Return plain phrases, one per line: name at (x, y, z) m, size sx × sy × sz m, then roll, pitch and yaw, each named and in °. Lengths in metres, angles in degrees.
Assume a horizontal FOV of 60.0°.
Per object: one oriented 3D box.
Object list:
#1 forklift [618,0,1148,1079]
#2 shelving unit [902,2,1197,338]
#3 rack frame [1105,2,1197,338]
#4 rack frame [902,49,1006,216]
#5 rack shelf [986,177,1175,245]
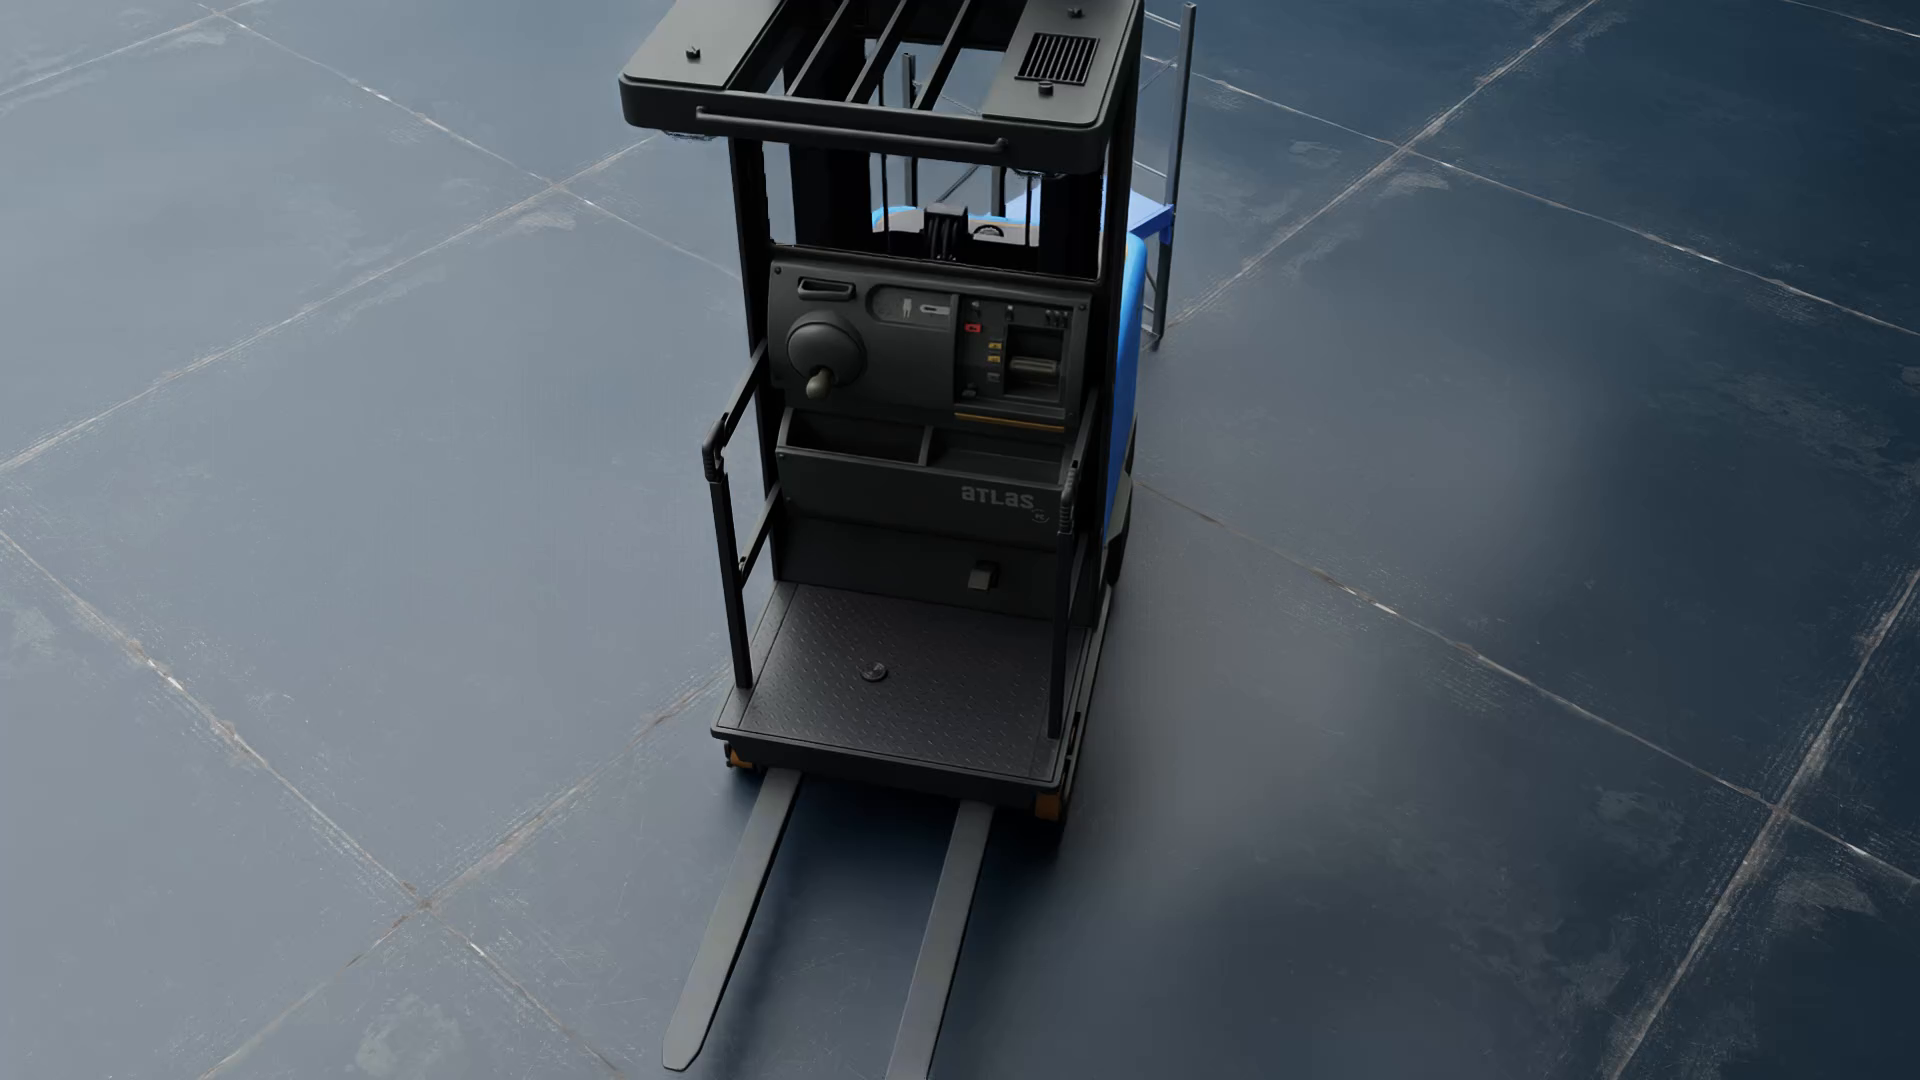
forklift at (-0.140, -0.476, 4.595) m, size 1.130 × 2.935 × 3.031 m, roll 8°, pitch 43°, yaw 9°
shelving unit at (0.338, -1.317, 6.583) m, size 1.048 × 1.500 × 0.538 m, roll -34°, pitch 52°, yaw -31°
rack frame at (0.699, -1.558, 6.848) m, size 0.032 × 1.500 × 0.500 m, roll -34°, pitch 52°, yaw -31°
rack frame at (-0.023, -1.076, 6.318) m, size 0.032 × 1.500 × 0.500 m, roll -34°, pitch 52°, yaw -31°
rack shelf at (0.338, -1.183, 6.704) m, size 1.000 × 0.185 × 0.538 m, roll -34°, pitch 52°, yaw -31°
